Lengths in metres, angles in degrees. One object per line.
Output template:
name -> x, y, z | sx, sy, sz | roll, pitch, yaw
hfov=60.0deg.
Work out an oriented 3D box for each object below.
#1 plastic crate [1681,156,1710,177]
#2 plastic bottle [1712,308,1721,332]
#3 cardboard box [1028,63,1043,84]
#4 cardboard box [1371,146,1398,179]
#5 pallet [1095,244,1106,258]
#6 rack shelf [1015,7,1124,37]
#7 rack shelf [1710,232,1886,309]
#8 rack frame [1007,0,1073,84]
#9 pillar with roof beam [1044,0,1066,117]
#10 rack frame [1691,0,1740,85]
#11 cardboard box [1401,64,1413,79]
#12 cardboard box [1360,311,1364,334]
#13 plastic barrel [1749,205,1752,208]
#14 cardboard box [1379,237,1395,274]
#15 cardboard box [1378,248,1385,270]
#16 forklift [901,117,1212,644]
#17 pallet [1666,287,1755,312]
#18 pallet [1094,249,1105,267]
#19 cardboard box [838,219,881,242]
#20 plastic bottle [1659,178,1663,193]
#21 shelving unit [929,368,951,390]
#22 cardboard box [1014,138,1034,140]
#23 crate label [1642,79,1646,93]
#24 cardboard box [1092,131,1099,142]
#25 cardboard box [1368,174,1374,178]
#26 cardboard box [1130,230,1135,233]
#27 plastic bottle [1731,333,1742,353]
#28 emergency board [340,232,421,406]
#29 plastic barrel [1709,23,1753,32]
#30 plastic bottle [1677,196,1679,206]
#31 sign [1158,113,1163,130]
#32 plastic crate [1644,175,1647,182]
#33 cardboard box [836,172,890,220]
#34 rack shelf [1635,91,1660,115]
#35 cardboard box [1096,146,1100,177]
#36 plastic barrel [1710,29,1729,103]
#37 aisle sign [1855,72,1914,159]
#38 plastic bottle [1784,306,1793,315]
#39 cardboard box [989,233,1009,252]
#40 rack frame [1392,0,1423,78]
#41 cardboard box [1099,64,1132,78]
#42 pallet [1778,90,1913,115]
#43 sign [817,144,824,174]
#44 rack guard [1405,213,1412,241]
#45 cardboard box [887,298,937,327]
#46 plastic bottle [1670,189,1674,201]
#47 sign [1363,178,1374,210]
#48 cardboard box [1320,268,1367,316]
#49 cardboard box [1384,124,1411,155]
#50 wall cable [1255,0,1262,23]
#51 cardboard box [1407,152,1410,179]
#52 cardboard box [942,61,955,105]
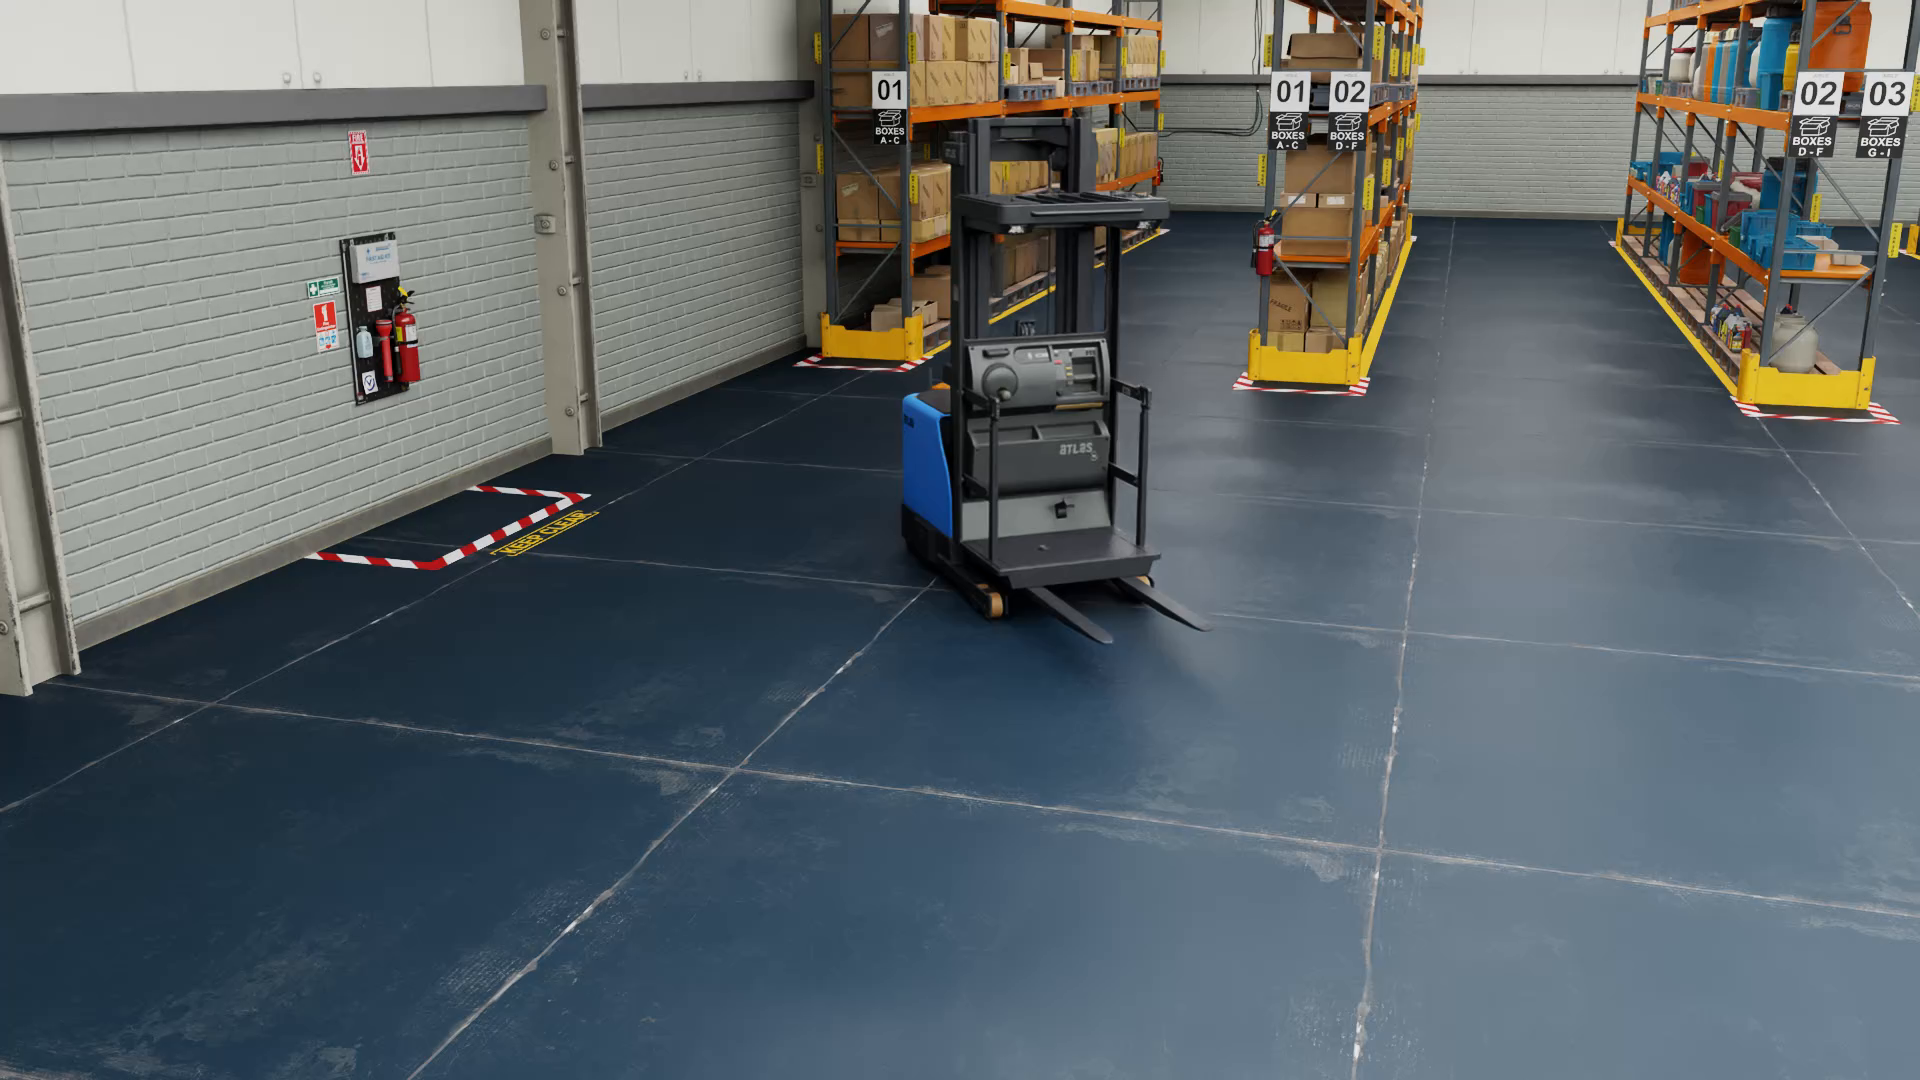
plastic crate -> 12.359, -6.205, 27.983 | 0.402, 0.464, 0.583 | 5, 16, 16
plastic bottle -> 9.015, -2.604, 19.697 | 0.152, 0.276, 0.135 | 5, 17, 18
cardboard box -> 0.772, -6.824, 24.667 | 0.797, 0.503, 0.637 | 7, 17, 24
cardboard box -> 6.674, -6.100, 26.885 | 0.700, 0.500, 0.500 | 1, 16, 2
pallet -> 2.219, -5.151, 29.601 | 1.003, 0.211, 1.213 | 5, 16, 16
rack shelf -> 1.798, -8.524, 27.443 | 1.077, 0.370, 4.000 | 5, 16, 16
rack shelf -> 9.023, -2.969, 18.119 | 1.077, 0.370, 4.000 | 5, 16, 16
rack frame -> 1.230, -8.539, 25.445 | 1.000, 3.000, 0.127 | 5, 16, 16
pillar with roof beam -> 5.863, -9.502, 28.840 | 9.100, 9.000, 0.400 | 5, 16, 16
rack frame -> 10.728, -7.771, 22.737 | 1.000, 3.000, 0.127 | 5, 16, 16
cardboard box -> 7.493, -8.036, 28.526 | 0.500, 0.250, 0.500 | 5, 16, 16
cardboard box -> 4.500, -2.572, 19.669 | 0.500, 0.250, 0.500 | 5, 16, 16
plastic barrel -> 10.115, -4.106, 21.063 | 0.301, 0.262, 0.301 | 0, 16, 0
cardboard box -> 6.383, -4.376, 25.536 | 0.500, 0.500, 0.500 | 5, 17, 18
cardboard box -> 5.780, -3.995, 23.658 | 0.500, 0.311, 0.500 | 5, 16, 16
forklift -> 0.573, -1.054, 10.176 | 1.130, 2.935, 3.031 | -6, 17, -19
pallet -> 10.471, -3.344, 23.232 | 1.003, 0.211, 1.213 | 5, 16, 16
pallet -> 1.874, -4.830, 28.472 | 1.003, 0.211, 1.213 | 5, 16, 16
cardboard box -> -1.097, -3.635, 19.387 | 0.500, 0.250, 0.500 | 5, 17, 17
plastic bottle -> 11.205, -5.654, 26.502 | 0.097, 0.271, 0.097 | 0, 16, 0
shelving unit -> -0.012, -0.685, 12.047 | 0.258, 1.200, 0.503 | 6, 17, 22
cardboard box -> 1.110, -6.354, 26.594 | 0.500, 0.250, 0.500 | 5, 17, 17
crate label -> 12.430, -8.133, 29.783 | 0.408, 0.251, 0.502 | 5, 16, 16
cardboard box -> 2.035, -6.720, 27.883 | 0.500, 0.250, 0.500 | 4, 16, 15
cardboard box -> 4.971, -4.496, 20.812 | 0.380, 0.149, 0.250 | 5, 16, 16
cardboard box -> 2.971, -6.152, 31.834 | 0.700, 0.500, 0.500 | 5, 17, 17
plastic bottle -> 8.556, -2.172, 18.312 | 0.097, 0.201, 0.097 | 0, 16, 0
emergency board -> -4.118, -1.597, 11.964 | 0.194, 1.169, 0.643 | 5, 16, 16
plastic barrel -> 10.892, -6.885, 23.553 | 0.600, 0.830, 0.708 | 5, 16, 16
plastic bottle -> 10.434, -4.968, 24.061 | 0.061, 0.283, 0.133 | 5, 16, 16
sign -> 4.019, -8.372, 33.291 | 0.100, 0.325, 0.005 | 5, 16, 16
plastic crate -> 11.925, -6.142, 28.380 | 0.437, 0.125, 0.590 | 5, 16, 16
cardboard box -> -1.114, -3.998, 19.293 | 0.500, 0.500, 0.500 | 4, 16, 15
rack shelf -> 12.433, -7.552, 28.778 | 1.077, 0.370, 4.000 | 5, 16, 16
cardboard box -> 2.053, -6.364, 28.005 | 0.500, 0.500, 0.500 | 5, 17, 17
plastic barrel -> 9.900, -6.015, 21.123 | 0.600, 0.901, 0.708 | 5, 16, 16
aisle sign -> 8.715, -4.001, 15.675 | 0.394, 0.787, 0.004 | 5, 16, 16
plastic bottle -> 9.630, -2.535, 19.317 | 0.144, 0.351, 0.185 | 4, 16, 13
cardboard box -> 0.408, -4.286, 23.844 | 0.500, 0.250, 0.500 | 4, 16, 15
rack frame -> 8.254, -10.249, 31.473 | 1.000, 3.000, 0.127 | 5, 16, 16
cardboard box -> 2.815, -8.481, 30.059 | 0.500, 0.250, 0.500 | 5, 16, 16
pallet -> 8.784, -4.353, 16.529 | 1.003, 0.211, 1.213 | 5, 16, 16
sign -> -1.570, -4.318, 18.854 | 0.100, 0.325, 0.005 | 5, 16, 16
rack guard -> 8.232, -6.141, 32.563 | 1.175, 0.500, 0.348 | 5, 16, 16
cardboard box -> -0.599, -2.802, 20.331 | 0.500, 0.311, 0.500 | 6, 17, 20
plastic bottle -> 10.744, -5.196, 25.015 | 0.097, 0.201, 0.097 | 0, 16, 0
sign -> 4.237, -3.587, 17.248 | 0.100, 0.325, 0.005 | 5, 16, 16
cardboard box -> 4.501, -2.932, 19.566 | 0.500, 0.500, 0.500 | 5, 16, 16
cardboard box -> 7.520, -6.947, 28.810 | 0.500, 0.500, 0.500 | 5, 17, 17
wall cable -> 8.047, -12.811, 36.938 | 3.097, 2.526, 0.112 | 5, 16, 16
cardboard box -> 7.810, -6.742, 29.918 | 0.500, 0.500, 0.500 | 5, 16, 16
cardboard box -> -0.379, -5.403, 19.665 | 0.500, 0.500, 0.500 | 5, 17, 18
